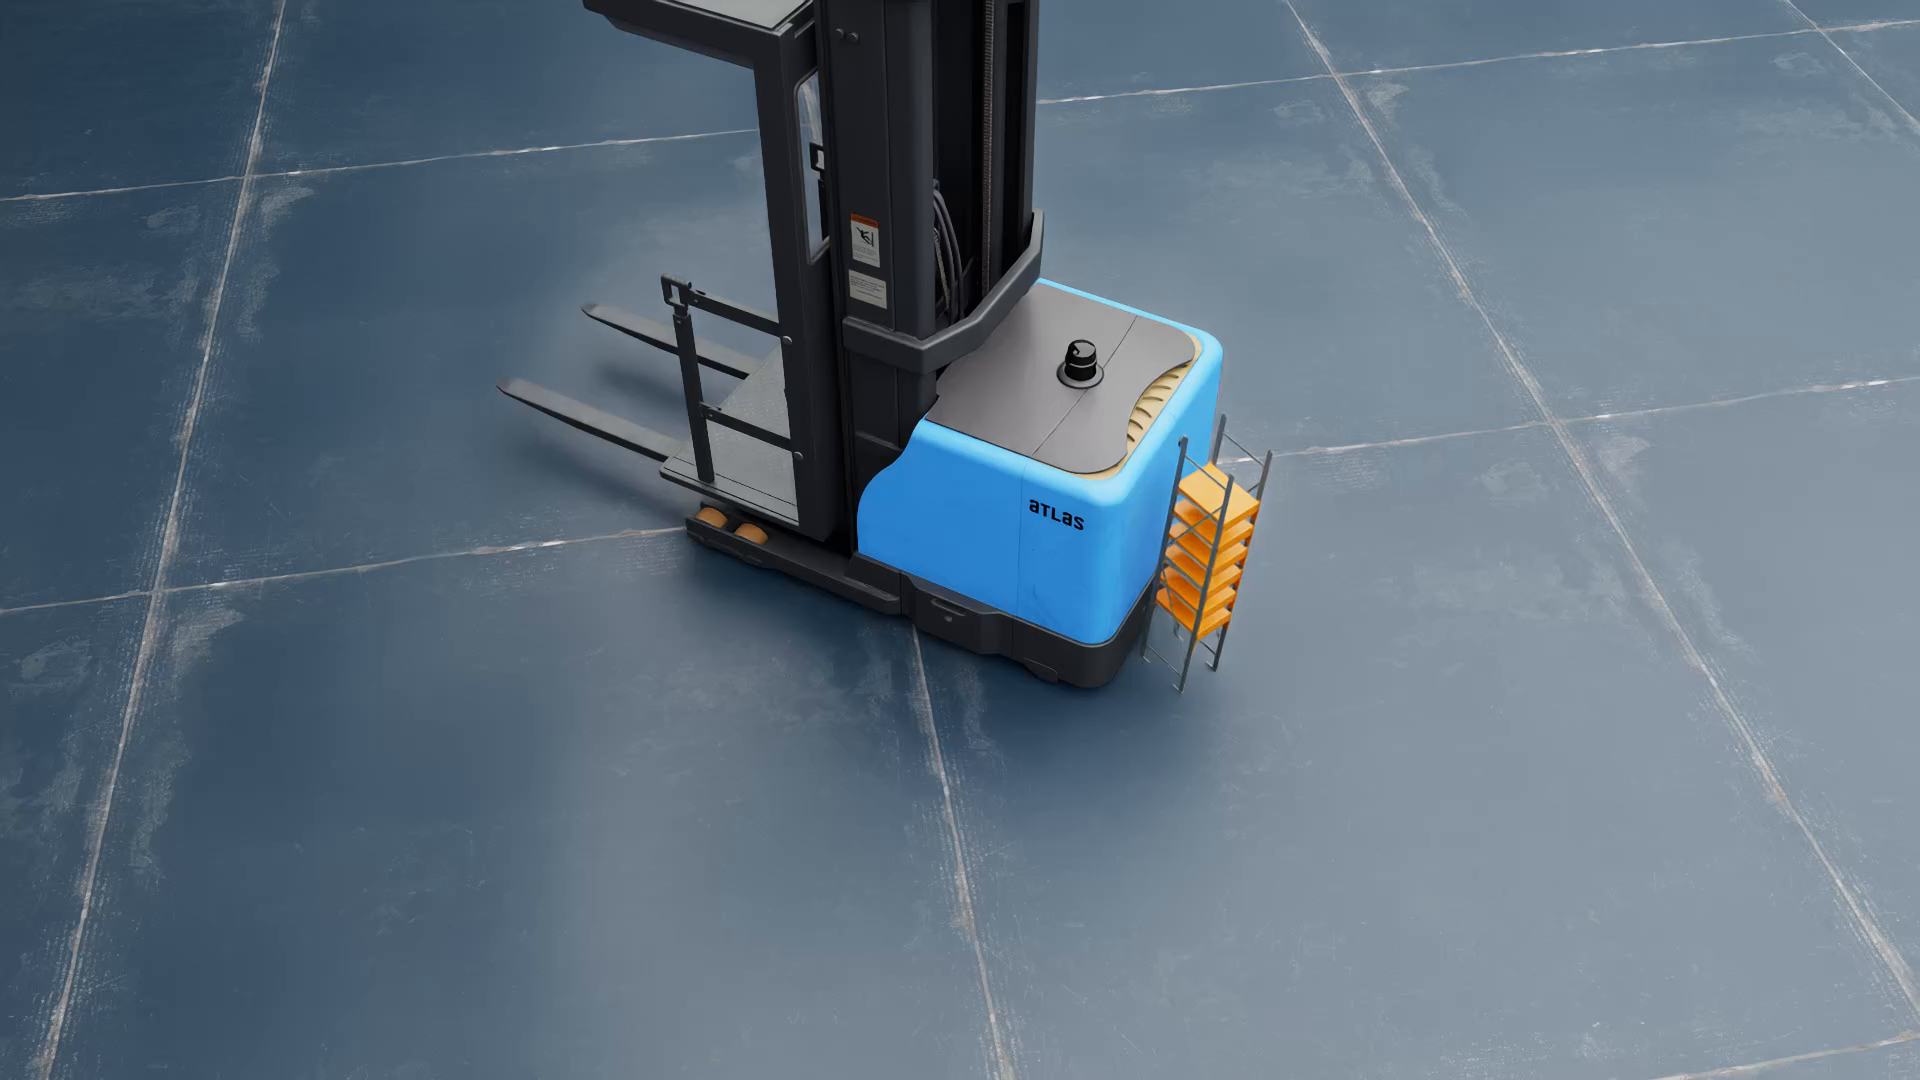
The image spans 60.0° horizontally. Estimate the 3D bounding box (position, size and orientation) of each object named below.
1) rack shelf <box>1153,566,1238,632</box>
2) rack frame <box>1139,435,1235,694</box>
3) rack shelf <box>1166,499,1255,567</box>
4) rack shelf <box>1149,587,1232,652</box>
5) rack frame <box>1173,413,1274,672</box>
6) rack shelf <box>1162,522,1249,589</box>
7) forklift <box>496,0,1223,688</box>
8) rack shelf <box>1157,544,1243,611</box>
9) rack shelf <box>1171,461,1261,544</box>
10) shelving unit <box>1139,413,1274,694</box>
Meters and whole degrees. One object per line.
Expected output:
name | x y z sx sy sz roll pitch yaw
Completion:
rack shelf | 0.867 0.188 6.146 0.180 0.103 0.258 -30 56 -26
rack frame | 0.803 0.119 5.983 0.006 1.200 0.240 -30 56 -26
rack shelf | 0.883 -0.053 5.878 0.180 0.103 0.258 -30 56 -26
rack shelf | 0.862 0.268 6.235 0.180 0.103 0.258 -30 56 -26
rack frame | 0.945 0.037 6.064 0.006 1.200 0.240 -30 56 -26
rack shelf | 0.877 0.028 5.967 0.180 0.103 0.258 -30 56 -26
forklift | -0.548 -1.232 6.095 3.031 2.935 1.130 21 50 19
rack shelf | 0.872 0.108 6.056 0.180 0.103 0.258 -30 56 -26
rack shelf | 0.888 -0.133 5.789 0.180 0.103 0.258 -30 56 -26
shelving unit | 0.874 0.078 6.023 0.189 1.200 0.258 -30 56 -26
